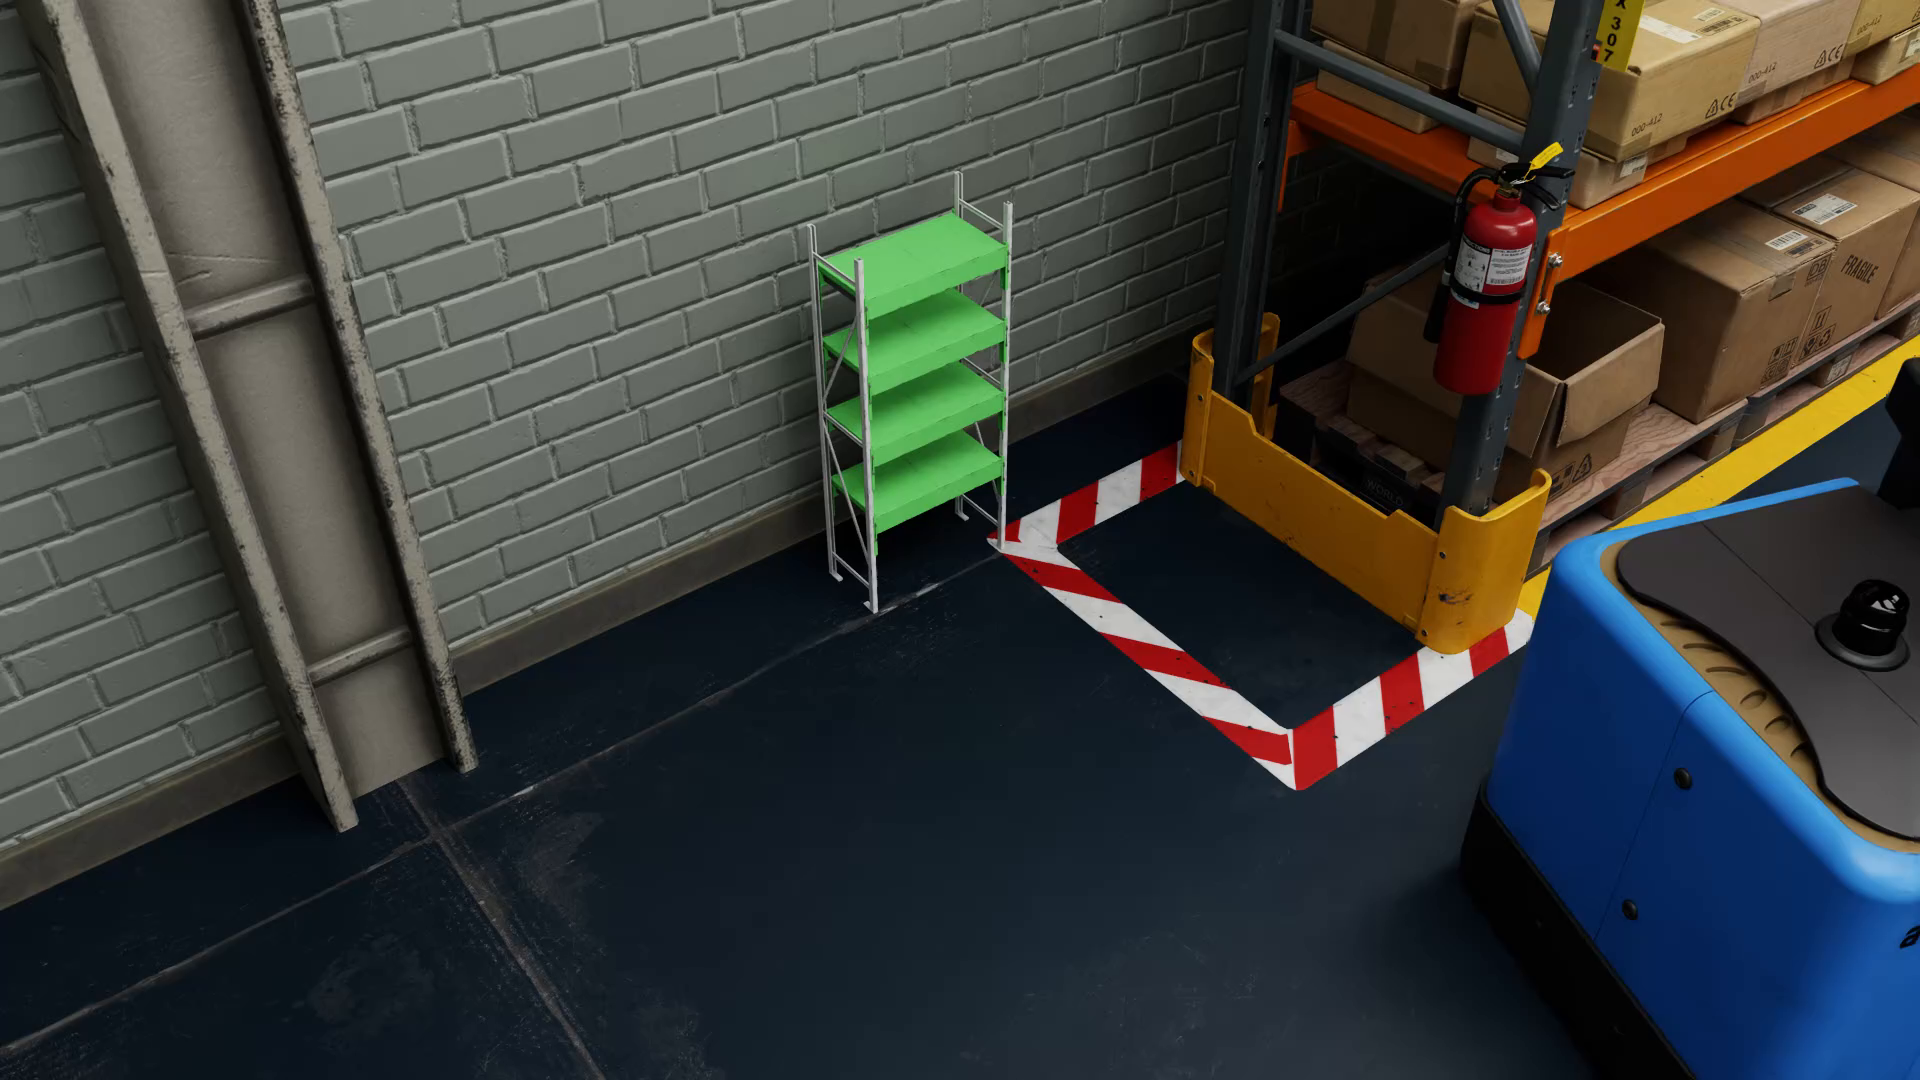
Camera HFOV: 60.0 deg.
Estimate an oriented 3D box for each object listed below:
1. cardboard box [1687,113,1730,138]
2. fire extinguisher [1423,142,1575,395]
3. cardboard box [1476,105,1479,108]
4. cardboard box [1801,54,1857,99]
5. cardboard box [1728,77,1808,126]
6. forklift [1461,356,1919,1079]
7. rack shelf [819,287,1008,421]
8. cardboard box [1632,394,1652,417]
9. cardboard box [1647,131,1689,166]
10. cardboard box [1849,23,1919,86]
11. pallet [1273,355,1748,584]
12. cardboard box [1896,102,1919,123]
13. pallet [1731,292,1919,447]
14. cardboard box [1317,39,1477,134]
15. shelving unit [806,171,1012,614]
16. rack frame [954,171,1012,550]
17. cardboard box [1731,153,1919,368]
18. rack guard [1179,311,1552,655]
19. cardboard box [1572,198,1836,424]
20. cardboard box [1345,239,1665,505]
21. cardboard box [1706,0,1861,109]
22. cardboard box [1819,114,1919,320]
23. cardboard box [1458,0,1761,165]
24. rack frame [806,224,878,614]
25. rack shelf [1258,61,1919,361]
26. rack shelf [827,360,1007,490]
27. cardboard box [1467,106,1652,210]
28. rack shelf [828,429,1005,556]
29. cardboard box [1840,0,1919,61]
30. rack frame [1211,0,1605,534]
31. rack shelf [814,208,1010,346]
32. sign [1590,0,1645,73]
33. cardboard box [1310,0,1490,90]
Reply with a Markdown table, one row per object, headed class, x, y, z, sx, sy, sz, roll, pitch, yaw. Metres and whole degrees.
| class | x | y | z | sx | sy | sz | roll | pitch | yaw |
| --- | --- | --- | --- | --- | --- | --- | --- | --- | --- |
| cardboard box | 1.924 | -1.272 | 4.634 | 0.250 | 0.149 | 0.380 | -27 | 46 | -29 |
| fire extinguisher | 1.300 | -0.676 | 4.064 | 0.183 | 0.674 | 0.296 | -26 | 46 | -28 |
| cardboard box | 1.473 | -1.373 | 4.756 | 0.250 | 0.149 | 0.380 | -25 | 45 | -27 |
| cardboard box | 2.369 | -1.444 | 4.844 | 0.250 | 0.149 | 0.380 | -25 | 46 | -27 |
| cardboard box | 2.162 | -1.339 | 4.715 | 0.250 | 0.149 | 0.380 | -25 | 45 | -27 |
| forklift | 2.828 | -0.299 | 3.304 | 3.031 | 2.935 | 1.130 | -12 | 41 | -14 |
| rack shelf | -0.131 | -0.536 | 4.680 | 0.480 | 0.148 | 0.258 | -26 | 46 | -28 |
| cardboard box | 2.039 | -0.533 | 5.451 | 0.250 | 0.149 | 0.380 | -28 | 47 | -30 |
| cardboard box | 1.737 | -1.153 | 4.489 | 0.250 | 0.149 | 0.380 | -25 | 45 | -27 |
| cardboard box | 2.615 | -1.504 | 4.917 | 0.250 | 0.149 | 0.380 | -27 | 47 | -29 |
| pallet | 1.827 | -0.399 | 5.570 | 1.213 | 0.211 | 1.003 | -26 | 46 | -28 |
| cardboard box | 3.639 | -1.672 | 6.712 | 0.500 | 0.311 | 0.500 | -24 | 45 | -27 |
| pallet | 2.794 | -0.868 | 6.142 | 1.213 | 0.211 | 1.003 | -26 | 46 | -28 |
| cardboard box | 1.235 | -1.305 | 4.674 | 0.250 | 0.149 | 0.380 | -27 | 46 | -29 |
| shelving unit | -0.131 | -0.400 | 4.791 | 0.503 | 1.200 | 0.258 | -26 | 46 | -28 |
| rack frame | 0.062 | -0.494 | 4.906 | 0.015 | 1.200 | 0.240 | -26 | 46 | -28 |
| cardboard box | 2.860 | -0.989 | 5.730 | 0.500 | 0.500 | 0.500 | -25 | 46 | -27 |
| rack guard | 1.196 | -0.202 | 5.103 | 0.348 | 0.500 | 1.175 | -26 | 46 | -28 |
| cardboard box | 2.380 | -0.835 | 5.543 | 0.500 | 0.500 | 0.700 | -24 | 45 | -26 |
| cardboard box | 1.678 | -0.525 | 5.163 | 0.637 | 0.503 | 0.797 | -28 | 47 | -30 |
| cardboard box | 2.059 | -1.431 | 4.513 | 0.500 | 0.250 | 0.500 | -25 | 46 | -28 |
| cardboard box | 3.203 | -1.236 | 6.032 | 0.500 | 0.500 | 0.700 | -28 | 47 | -30 |
| cardboard box | 1.659 | -1.236 | 4.276 | 0.500 | 0.250 | 0.500 | -26 | 46 | -28 |
| rack frame | -0.325 | -0.306 | 4.676 | 0.015 | 1.200 | 0.240 | -26 | 46 | -28 |
| rack shelf | 2.721 | -1.634 | 5.444 | 4.000 | 0.370 | 1.077 | -26 | 46 | -28 |
| rack shelf | -0.131 | -0.351 | 4.832 | 0.480 | 0.148 | 0.258 | -26 | 46 | -28 |
| cardboard box | 1.563 | -1.031 | 4.340 | 0.250 | 0.149 | 0.380 | -26 | 46 | -28 |
| rack shelf | -0.131 | -0.165 | 4.984 | 0.480 | 0.148 | 0.258 | -26 | 46 | -28 |
| cardboard box | 2.459 | -1.629 | 4.754 | 0.500 | 0.250 | 0.500 | -27 | 46 | -29 |
| rack frame | 1.135 | -1.139 | 4.274 | 0.127 | 3.000 | 1.000 | -26 | 46 | -28 |
| rack shelf | -0.131 | -0.722 | 4.527 | 0.480 | 0.148 | 0.258 | -26 | 46 | -28 |
| sign | 1.466 | -1.201 | 3.667 | 0.005 | 0.325 | 0.100 | -26 | 46 | -28 |
| cardboard box | 1.338 | -1.508 | 4.607 | 0.500 | 0.250 | 0.500 | -25 | 45 | -27 |
